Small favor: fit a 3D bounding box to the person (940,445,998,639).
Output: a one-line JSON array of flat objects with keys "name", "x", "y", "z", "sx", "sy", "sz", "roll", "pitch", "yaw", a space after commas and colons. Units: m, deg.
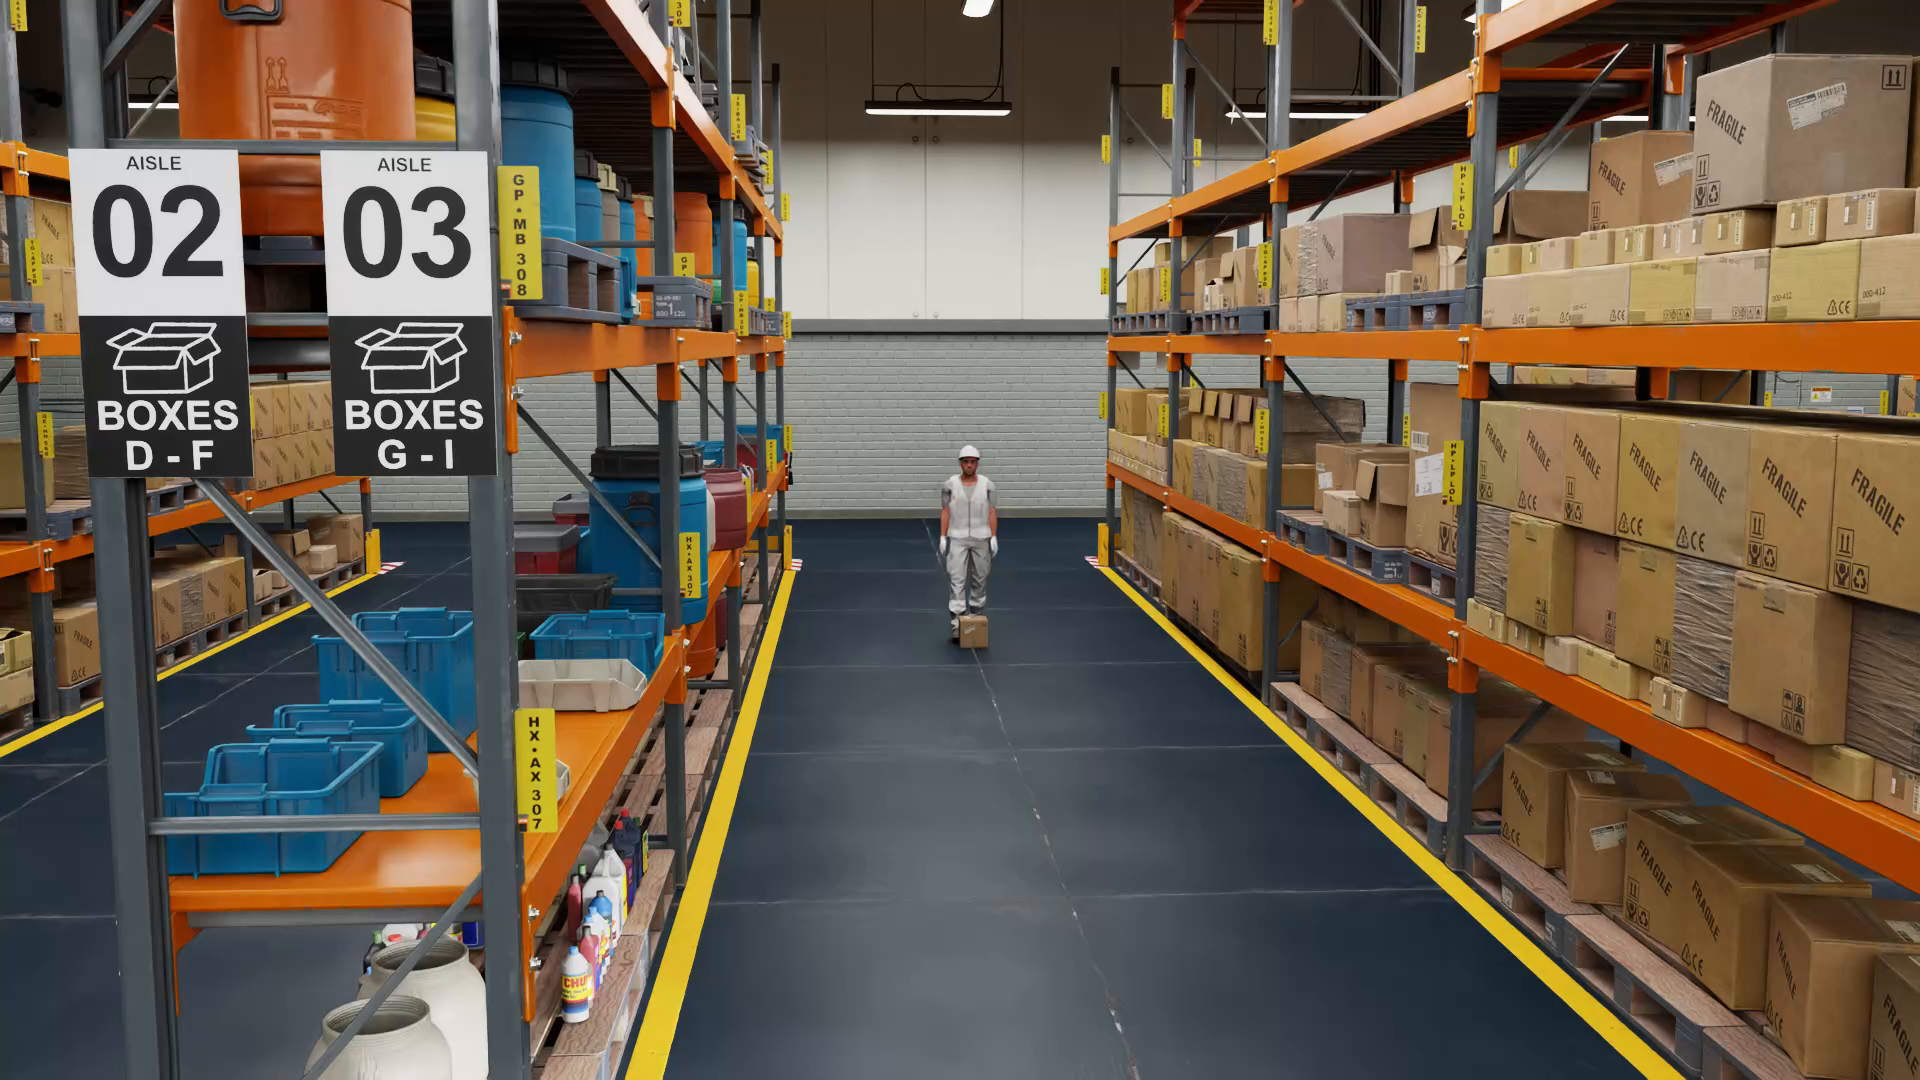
[{"name": "person", "x": 0.087, "y": 0.019, "z": 15.441, "sx": 0.544, "sy": 1.790, "sz": 0.655, "roll": 0, "pitch": 7, "yaw": -3}]
